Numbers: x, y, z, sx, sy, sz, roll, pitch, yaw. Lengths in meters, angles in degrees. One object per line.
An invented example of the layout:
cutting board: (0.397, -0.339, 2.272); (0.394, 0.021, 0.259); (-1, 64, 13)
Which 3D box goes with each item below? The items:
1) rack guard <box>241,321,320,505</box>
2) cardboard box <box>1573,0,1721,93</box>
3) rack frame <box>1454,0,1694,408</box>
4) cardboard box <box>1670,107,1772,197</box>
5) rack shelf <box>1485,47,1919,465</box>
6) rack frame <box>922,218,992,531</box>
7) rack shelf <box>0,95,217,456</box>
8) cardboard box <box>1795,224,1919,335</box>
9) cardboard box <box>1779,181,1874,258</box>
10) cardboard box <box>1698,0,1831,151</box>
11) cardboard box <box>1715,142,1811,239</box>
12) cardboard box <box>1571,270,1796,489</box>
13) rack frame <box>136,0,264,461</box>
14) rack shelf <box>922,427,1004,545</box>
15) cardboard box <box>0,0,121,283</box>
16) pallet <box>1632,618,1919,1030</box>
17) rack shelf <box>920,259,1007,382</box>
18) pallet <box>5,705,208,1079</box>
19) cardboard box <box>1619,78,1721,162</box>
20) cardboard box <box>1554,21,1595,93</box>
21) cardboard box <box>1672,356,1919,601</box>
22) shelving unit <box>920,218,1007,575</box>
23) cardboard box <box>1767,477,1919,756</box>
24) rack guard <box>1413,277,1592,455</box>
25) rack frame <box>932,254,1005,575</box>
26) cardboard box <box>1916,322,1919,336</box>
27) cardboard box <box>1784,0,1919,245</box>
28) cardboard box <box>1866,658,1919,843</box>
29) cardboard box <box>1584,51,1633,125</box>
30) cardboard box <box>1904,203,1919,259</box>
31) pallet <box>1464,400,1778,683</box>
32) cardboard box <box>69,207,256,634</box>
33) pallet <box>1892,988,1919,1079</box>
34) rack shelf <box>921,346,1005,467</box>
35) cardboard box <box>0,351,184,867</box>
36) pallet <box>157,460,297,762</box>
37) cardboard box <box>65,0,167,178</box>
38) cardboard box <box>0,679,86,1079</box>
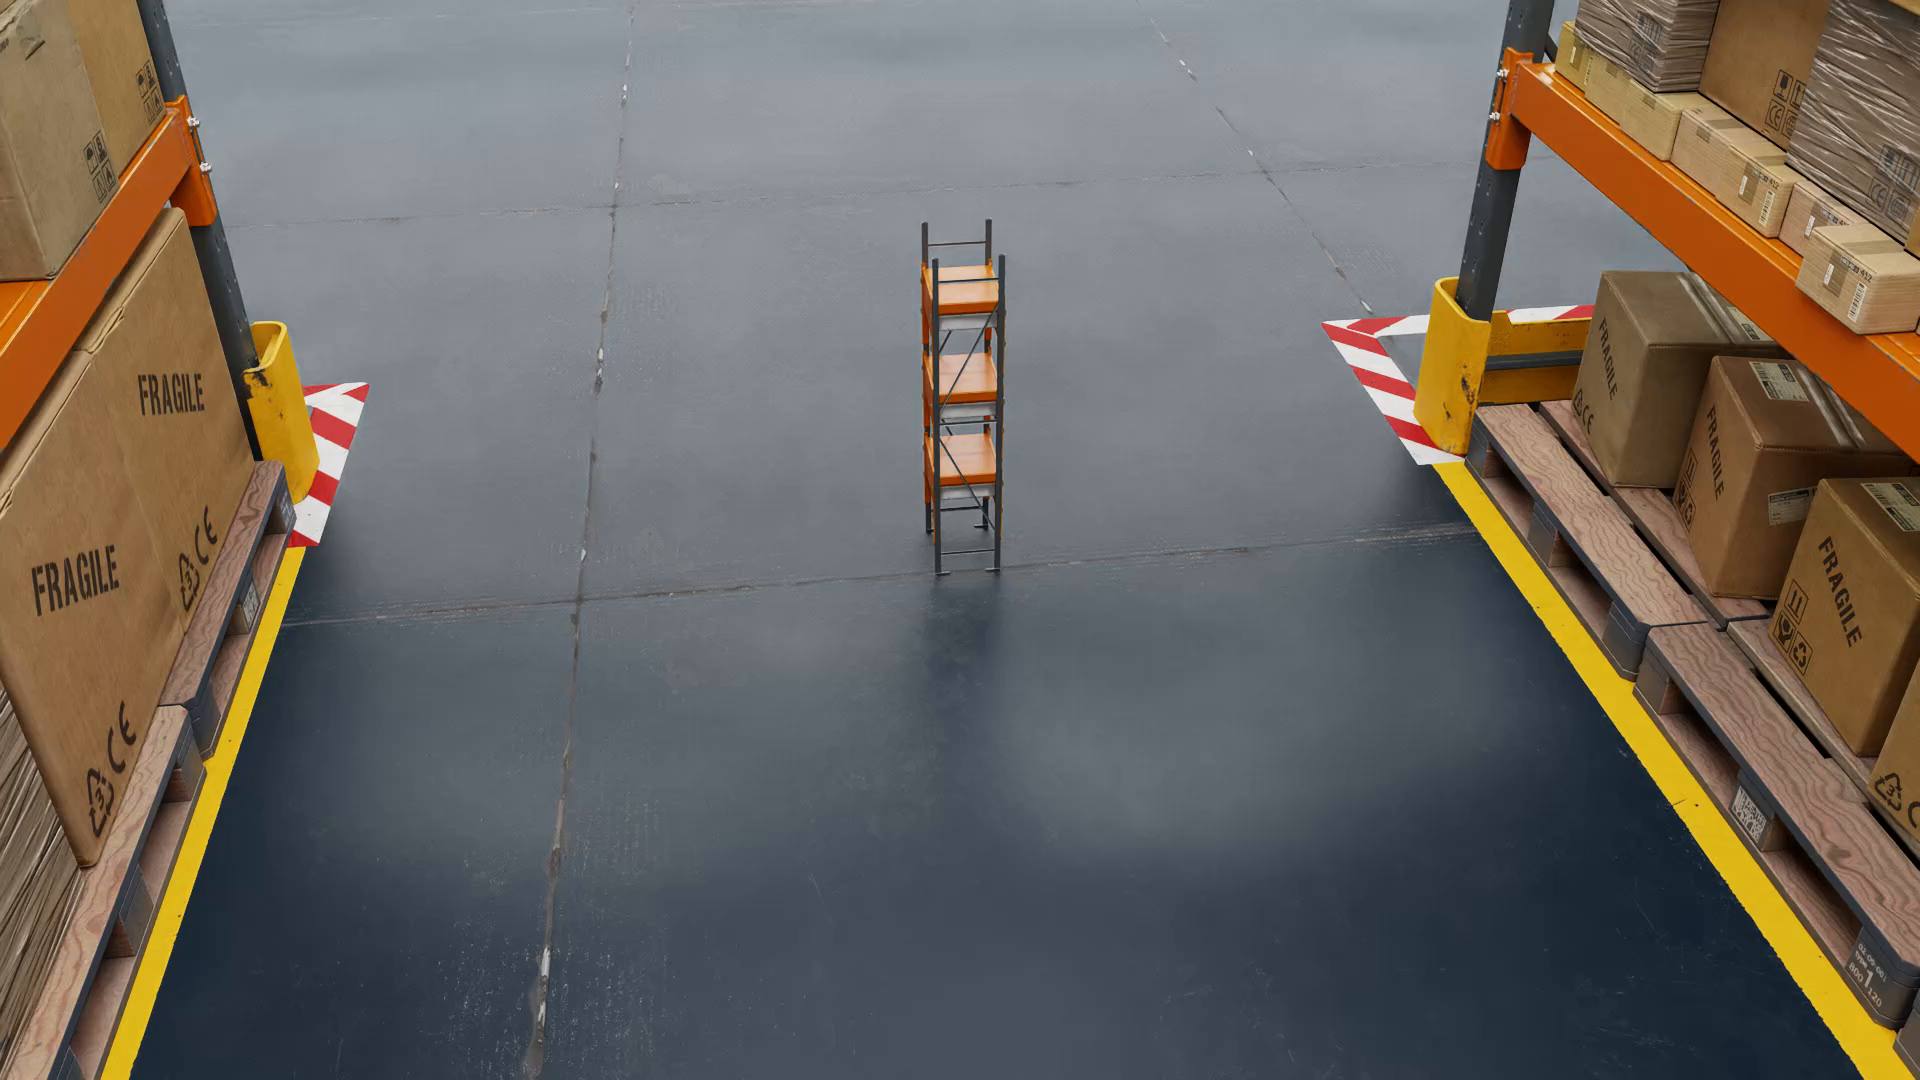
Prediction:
rack guard: (-2.738, -0.369, 5.348); (1.175, 0.500, 0.348); (-4, 35, -6)
cardboard box: (2.241, -1.563, 4.528); (0.875, 0.500, 0.500); (-4, 35, -6)
rack frame: (2.194, -1.708, 5.093); (1.000, 3.000, 0.127); (-4, 35, -6)
cardboard box: (2.084, -1.008, 4.288); (0.380, 0.149, 0.250); (-4, 35, -6)
rack shelf: (2.463, -0.295, 3.658); (1.077, 0.370, 4.000); (-4, 35, -6)
rack frame: (-0.009, -0.472, 5.010); (0.200, 1.050, 0.008); (-4, 35, -6)
rack shelf: (-2.466, 0.024, 3.189); (1.077, 0.370, 4.000); (-4, 35, -6)
cardboard box: (2.102, -0.583, 3.665); (0.380, 0.149, 0.250); (-4, 35, -6)
cardboard box: (2.171, -0.730, 3.881); (0.380, 0.149, 0.250); (-4, 35, -6)
cardboard box: (2.427, -1.293, 4.132); (0.875, 0.500, 0.500); (-4, 35, -6)
cardboard box: (2.110, -0.868, 4.083); (0.380, 0.149, 0.250); (-4, 35, -6)
cardboard box: (2.261, -0.499, 5.165); (0.500, 0.500, 0.500); (2, 34, 2)
rack frame: (-2.735, -1.389, 4.624); (1.000, 3.000, 0.127); (-4, 35, -6)
rack shelf: (0.007, -0.166, 5.073); (0.215, 0.259, 0.240); (-4, 35, -6)
cardboard box: (-2.544, -0.942, 3.835); (0.875, 0.550, 0.550); (-4, 35, -6)
pallet: (2.439, 0.622, 4.150); (1.003, 0.211, 1.213); (-4, 35, -6)
rack shelf: (0.007, -0.630, 4.757); (0.215, 0.259, 0.240); (-4, 35, -6)
pallet: (-2.389, 0.883, 3.767); (1.003, 0.211, 1.213); (-4, 35, -6)
cardboard box: (2.029, -1.146, 4.491); (0.380, 0.149, 0.250); (-4, 35, -6)
cardboard box: (1.996, -1.427, 4.904); (0.380, 0.149, 0.250); (-4, 35, -6)
cardboard box: (2.376, -0.168, 4.680); (0.500, 0.500, 0.500); (4, 35, 6)
shelving unit: (0.007, -0.404, 4.911); (0.215, 1.050, 0.252); (-4, 35, -6)
cardboard box: (2.441, 0.183, 4.165); (0.500, 0.500, 0.500); (-1, 34, -2)
rack guard: (2.204, -0.633, 5.735); (1.175, 0.500, 0.348); (-4, 35, -6)
rack frame: (0.024, -0.336, 4.811); (0.200, 1.050, 0.008); (-4, 35, -6)
cardboard box: (2.267, -0.453, 3.475); (0.380, 0.149, 0.250); (-4, 35, -6)
cardboard box: (2.451, -1.011, 3.717); (0.875, 0.500, 0.500); (-4, 35, -6)
cardboard box: (2.472, 0.498, 3.703); (0.500, 0.500, 0.500); (-7, 35, -11)
cardboard box: (2.011, -1.286, 4.697); (0.380, 0.149, 0.250); (-4, 35, -6)
cardboard box: (2.507, -0.731, 3.307); (0.875, 0.500, 0.500); (-4, 35, -6)
pallet: (2.278, -0.057, 5.147); (1.003, 0.211, 1.213); (-4, 35, -6)
cardboard box: (-2.578, -0.311, 4.557); (0.875, 0.875, 0.875); (-4, 34, -6)
pallet: (2.607, 1.304, 3.149); (1.003, 0.211, 1.213); (-4, 35, -6)
rack shelf: (0.007, -0.395, 4.916); (0.215, 0.259, 0.240); (-4, 35, -6)
cardboard box: (-2.458, 0.180, 3.836); (0.875, 0.875, 0.875); (-5, 35, -7)
pallet: (-2.550, 0.204, 4.764); (1.003, 0.211, 1.213); (-4, 35, -6)
cardboard box: (-2.640, -1.247, 4.283); (0.875, 0.550, 0.550); (-4, 35, -6)
cardboard box: (-2.337, 0.689, 3.090); (0.875, 0.875, 0.875); (-4, 34, -6)
